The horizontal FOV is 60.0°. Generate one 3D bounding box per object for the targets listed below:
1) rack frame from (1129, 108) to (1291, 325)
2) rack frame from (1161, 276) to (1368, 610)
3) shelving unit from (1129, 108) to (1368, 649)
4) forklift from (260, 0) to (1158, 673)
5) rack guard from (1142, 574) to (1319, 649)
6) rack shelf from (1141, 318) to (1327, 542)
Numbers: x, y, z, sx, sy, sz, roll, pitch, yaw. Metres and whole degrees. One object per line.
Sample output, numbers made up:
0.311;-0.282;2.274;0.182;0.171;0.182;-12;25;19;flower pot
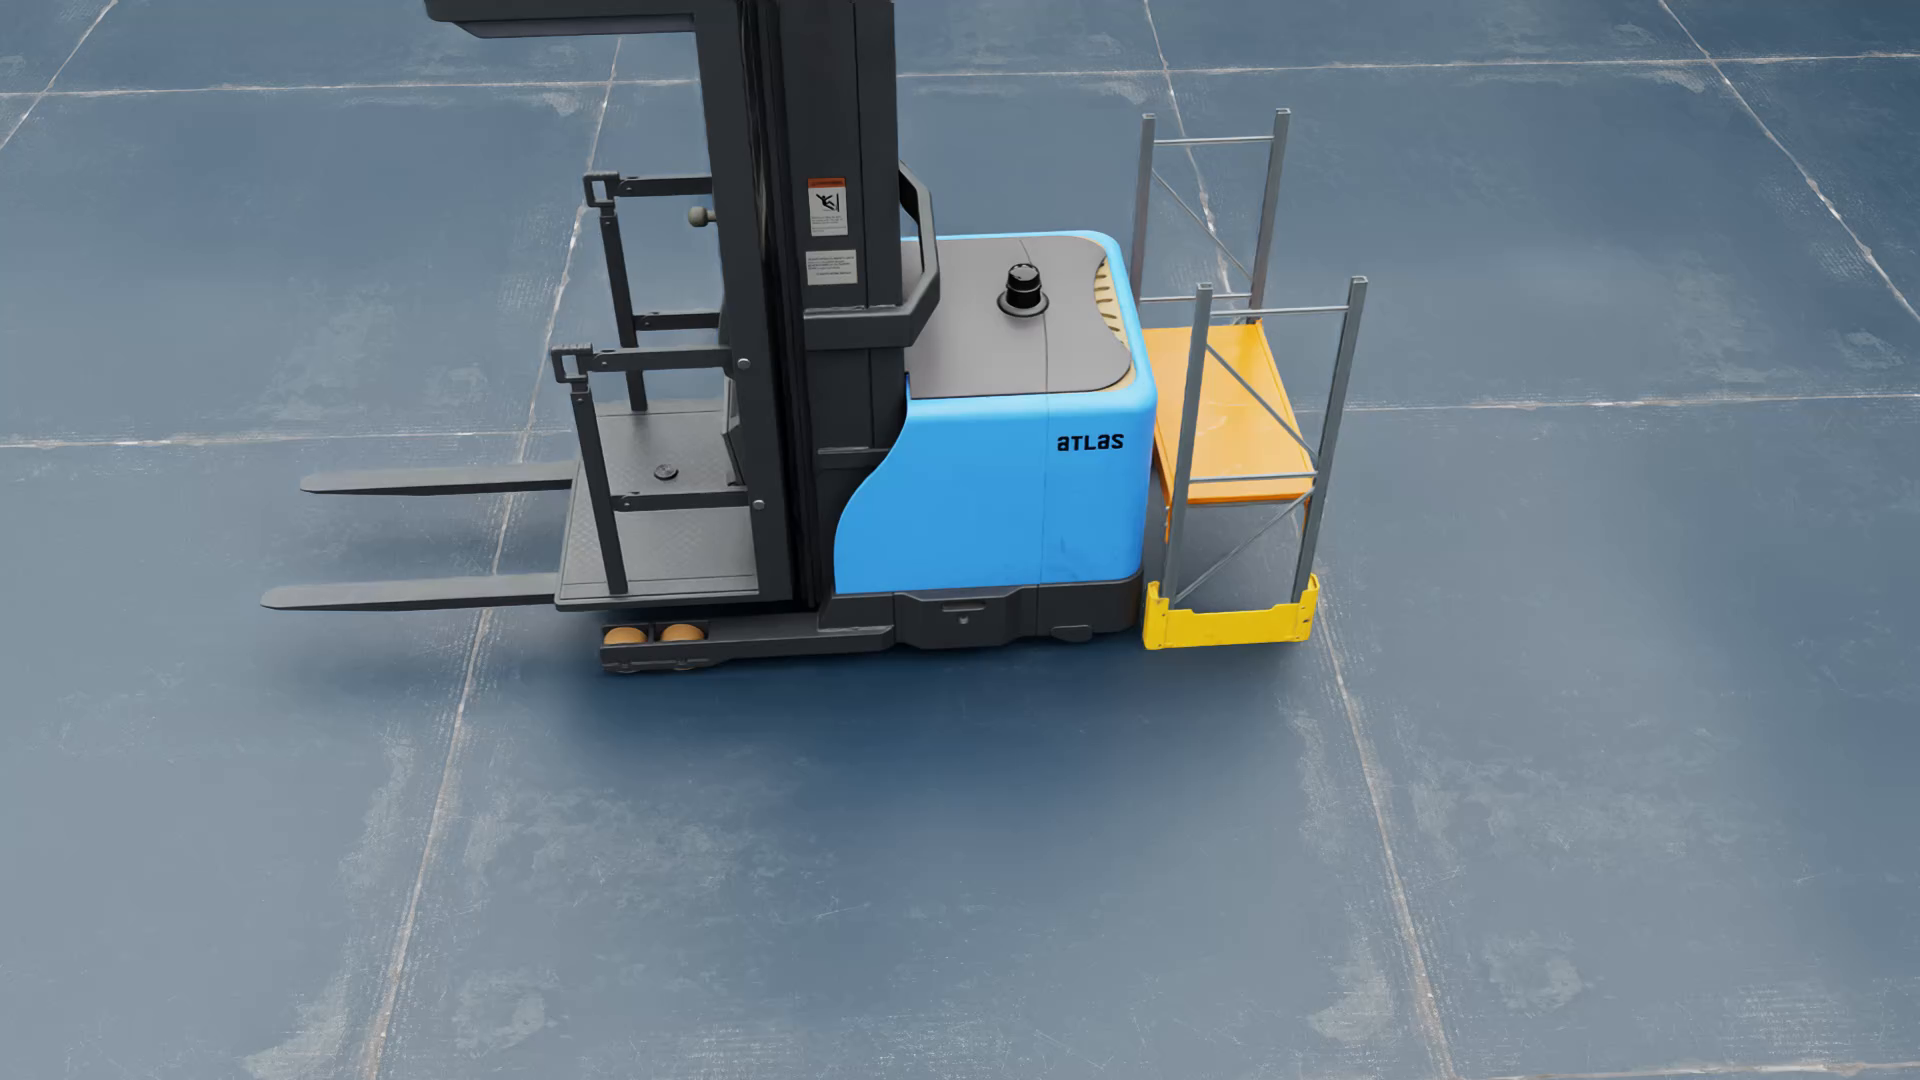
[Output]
0.863;-0.884;6.104;0.500;1.500;0.032;-3;43;-3;rack frame
0.941;-0.199;5.357;0.500;1.500;0.032;-3;43;-3;rack frame
0.901;-0.547;5.737;0.587;1.500;1.083;-3;43;-3;shelving unit
-0.906;-0.992;5.163;3.031;2.935;1.130;-3;43;-3;forklift
0.939;0.249;5.793;0.587;0.250;0.087;-3;43;-3;rack guard
0.902;-0.408;5.852;0.538;0.185;1.000;-3;43;-3;rack shelf
